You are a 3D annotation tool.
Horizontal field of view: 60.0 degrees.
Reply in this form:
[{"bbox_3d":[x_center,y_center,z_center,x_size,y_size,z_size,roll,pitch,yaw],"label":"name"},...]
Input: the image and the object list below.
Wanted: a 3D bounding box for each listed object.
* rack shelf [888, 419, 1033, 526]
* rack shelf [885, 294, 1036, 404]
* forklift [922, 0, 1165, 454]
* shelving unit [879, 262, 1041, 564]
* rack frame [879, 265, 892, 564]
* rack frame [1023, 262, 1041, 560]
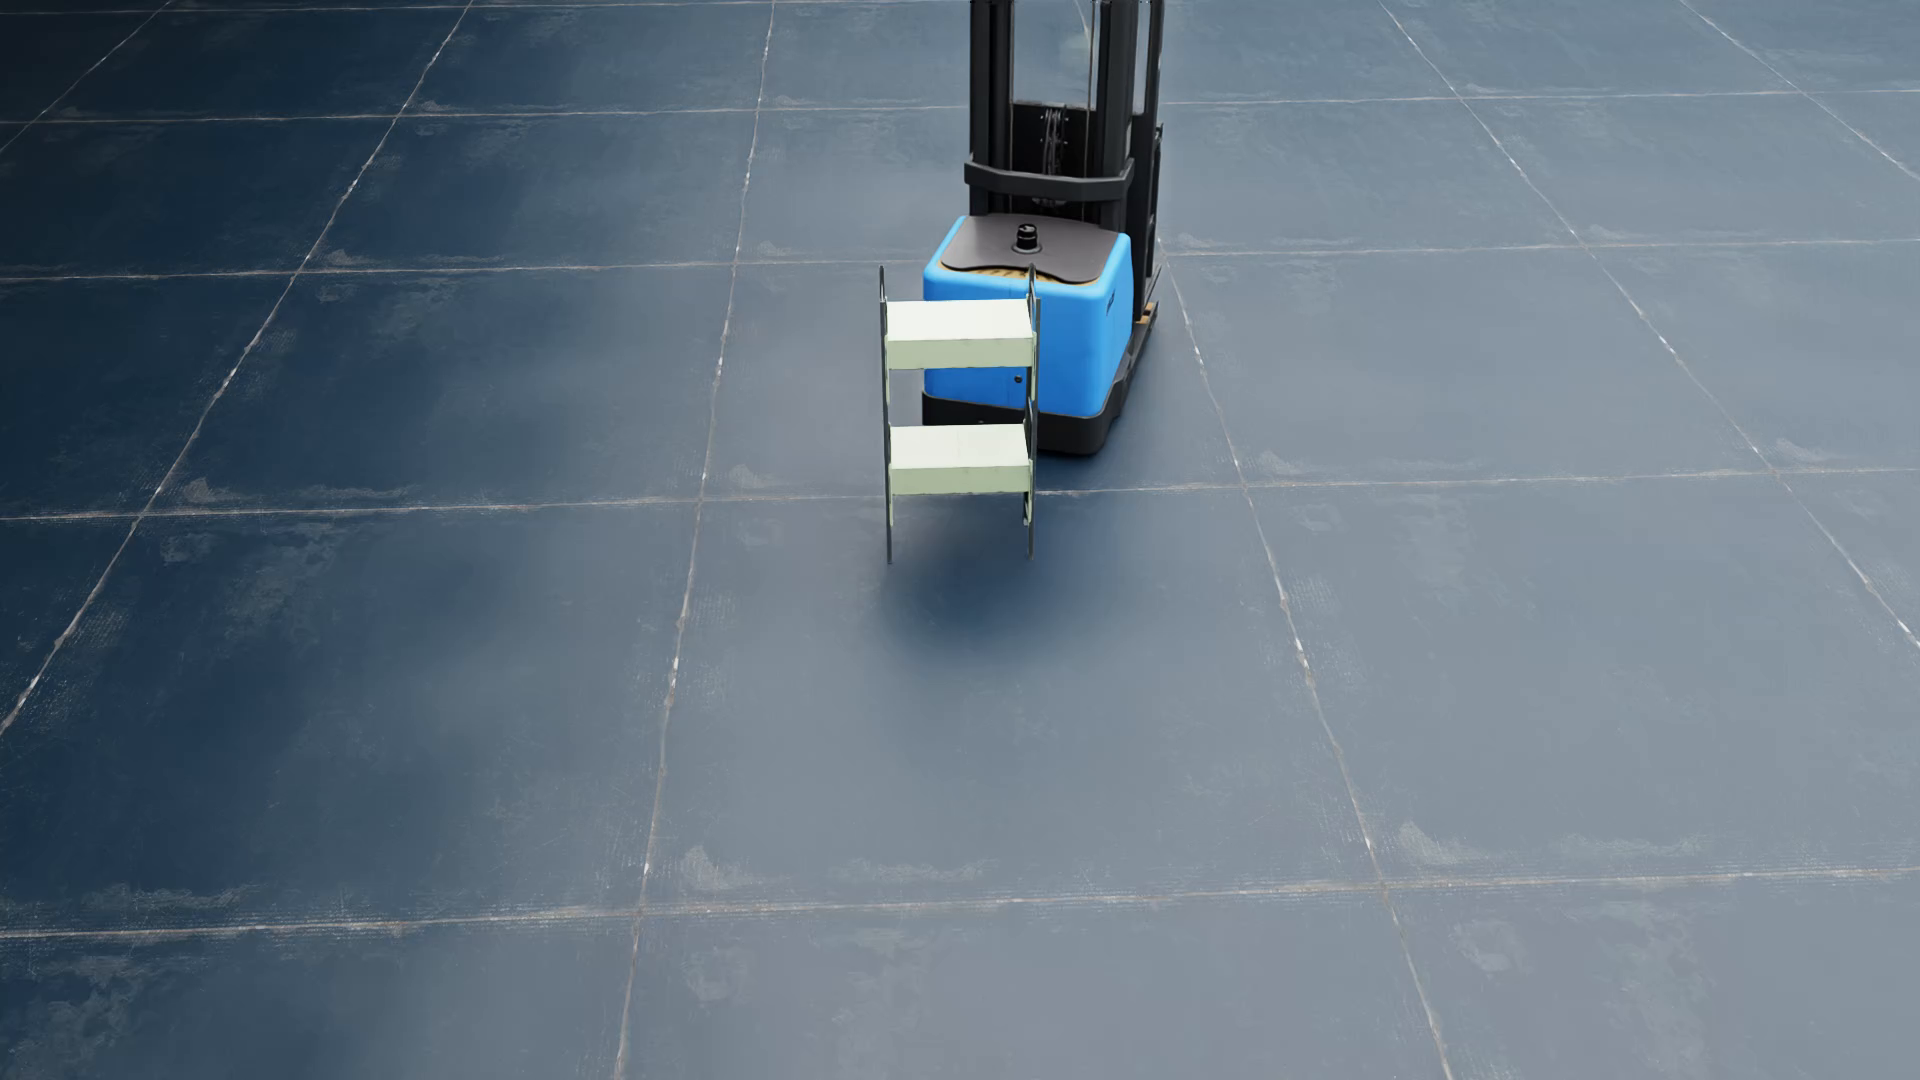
[{"bbox_3d":[-0.007,-0.348,8.545,0.720,0.370,0.431,-2,35,-2],"label":"rack shelf"},{"bbox_3d":[-0.007,-0.937,8.137,0.720,0.370,0.431,-2,35,-2],"label":"rack shelf"},{"bbox_3d":[0.657,-2.522,9.855,1.130,2.935,3.031,9,36,12],"label":"forklift"},{"bbox_3d":[-0.007,-0.617,8.359,0.755,1.500,0.431,-2,35,-2],"label":"shelving unit"},{"bbox_3d":[-0.372,-0.607,8.345,0.023,1.500,0.400,-2,35,-2],"label":"rack frame"},{"bbox_3d":[0.359,-0.626,8.373,0.023,1.500,0.400,-2,35,-2],"label":"rack frame"}]
